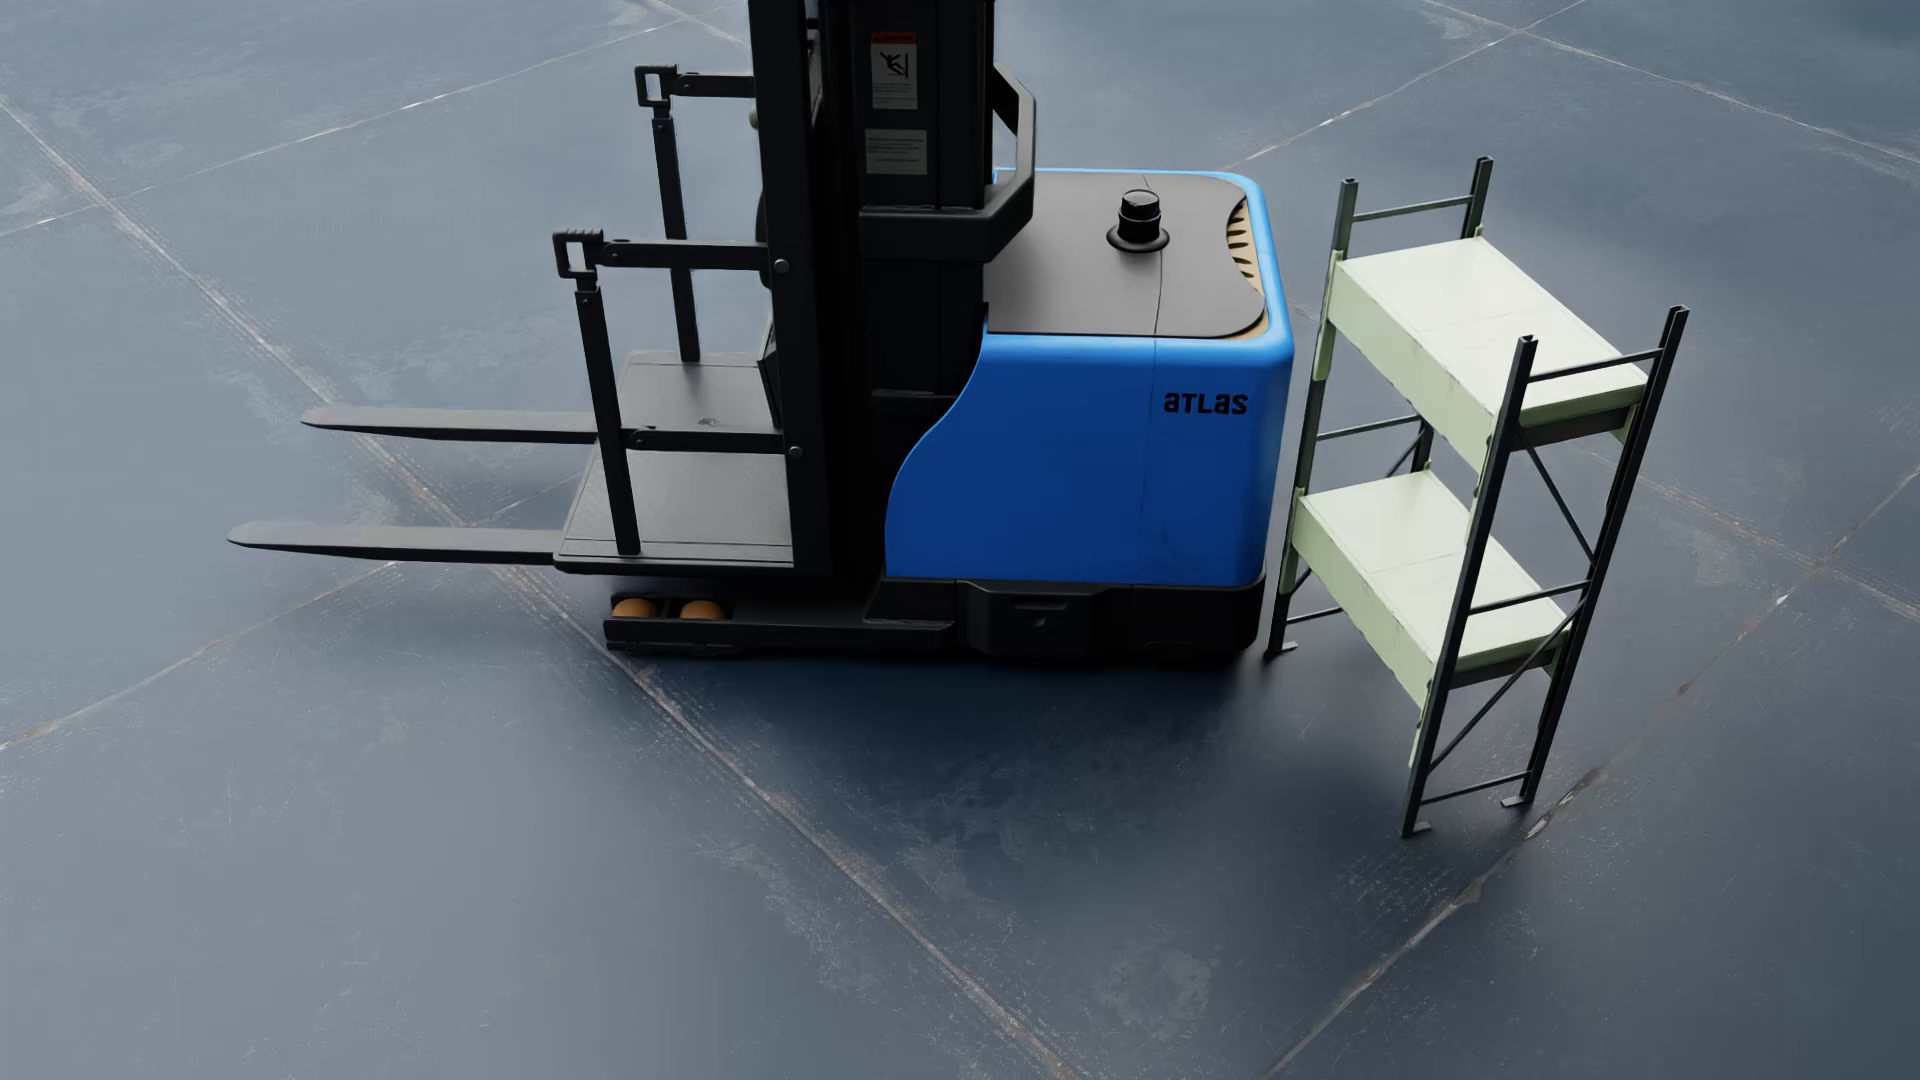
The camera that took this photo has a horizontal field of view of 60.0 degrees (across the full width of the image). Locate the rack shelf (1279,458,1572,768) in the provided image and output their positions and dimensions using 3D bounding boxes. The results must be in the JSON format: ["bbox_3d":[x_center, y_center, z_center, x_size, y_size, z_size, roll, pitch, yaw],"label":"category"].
[{"bbox_3d":[1.208,0.174,4.360,0.431,0.370,0.720,-12,40,-14],"label":"rack shelf"}]

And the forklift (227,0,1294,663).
[{"bbox_3d":[-0.633,-1.131,4.318,3.031,2.935,1.130,2,39,2],"label":"forklift"}]

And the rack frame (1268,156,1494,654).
[{"bbox_3d":[1.091,-0.298,4.425,0.400,1.500,0.023,-12,40,-14],"label":"rack frame"}]

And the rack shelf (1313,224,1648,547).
[{"bbox_3d":[1.208,-0.383,3.910,0.431,0.370,0.720,-12,40,-14],"label":"rack shelf"}]

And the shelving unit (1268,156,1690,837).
[{"bbox_3d":[1.208,-0.080,4.155,0.431,1.500,0.755,-12,40,-14],"label":"shelving unit"}]

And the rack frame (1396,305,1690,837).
[{"bbox_3d":[1.325,0.138,3.885,0.400,1.500,0.023,-12,40,-14],"label":"rack frame"}]
